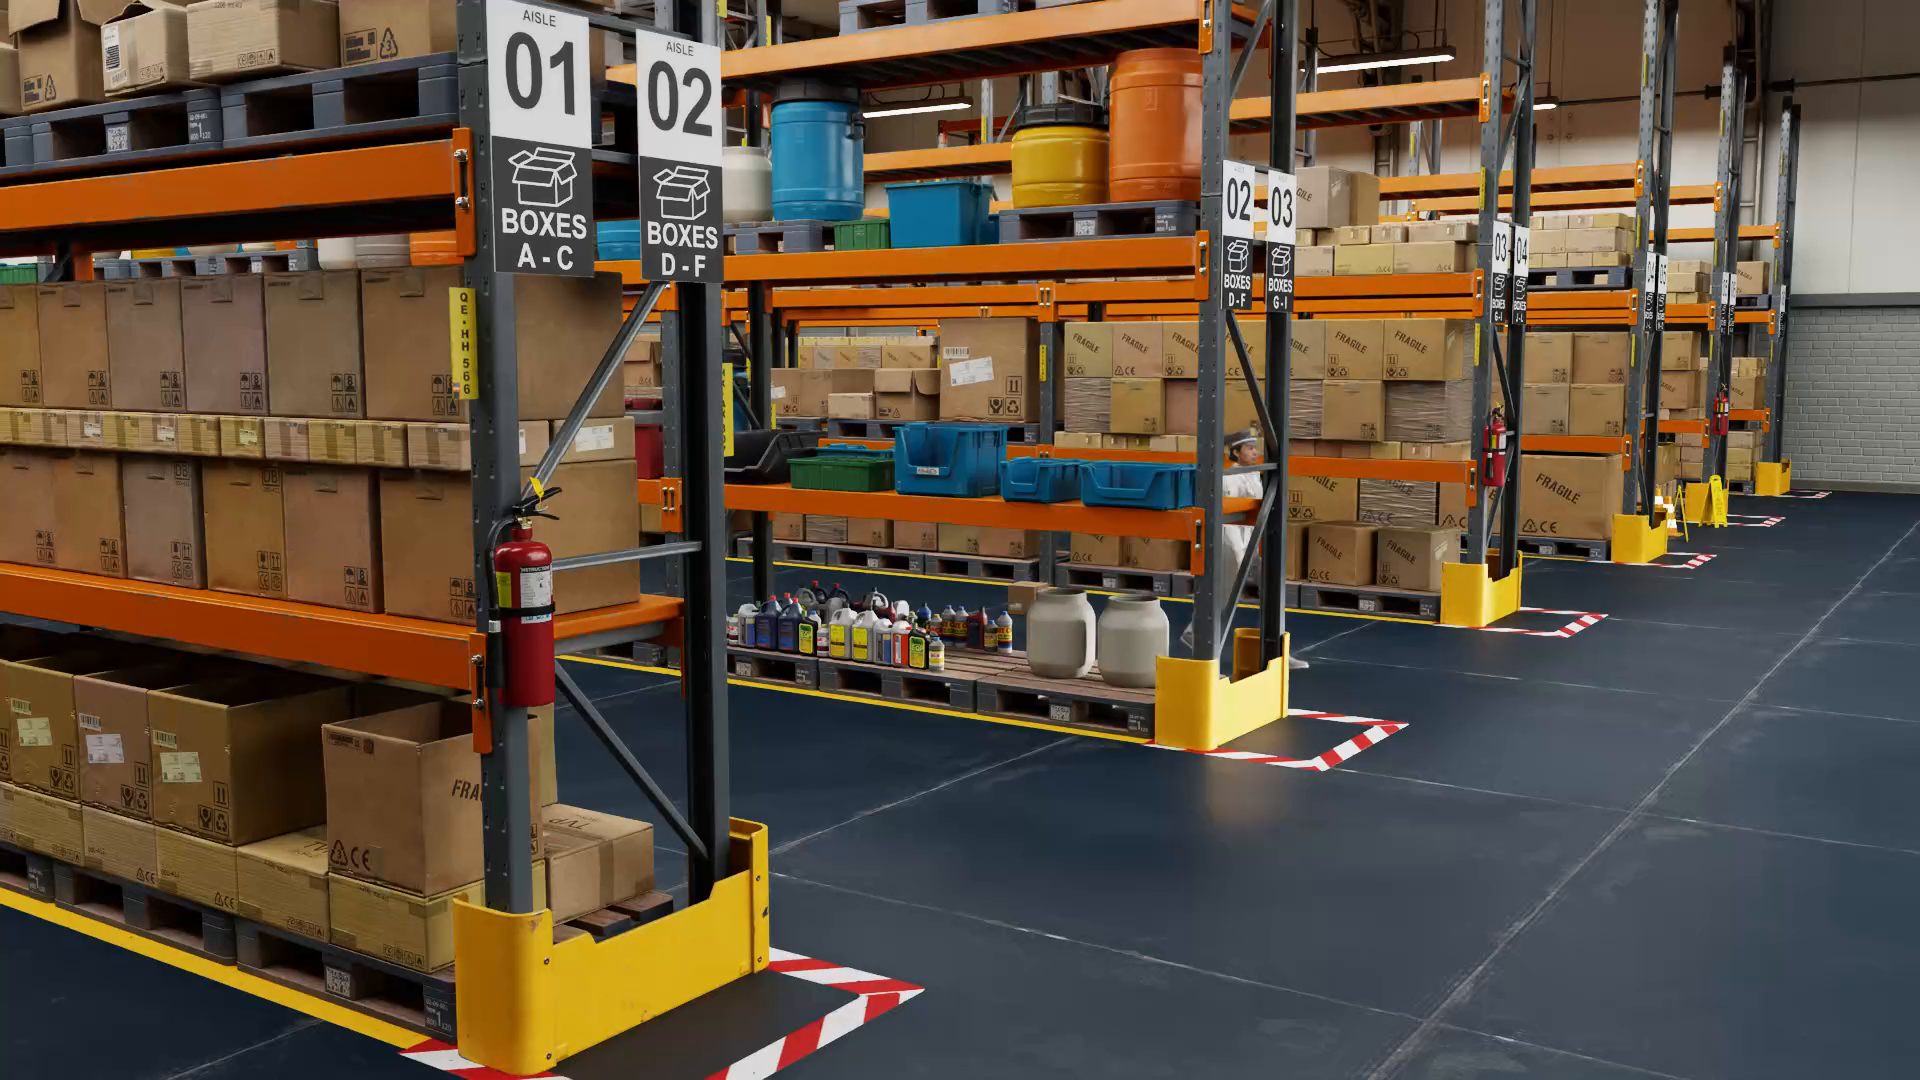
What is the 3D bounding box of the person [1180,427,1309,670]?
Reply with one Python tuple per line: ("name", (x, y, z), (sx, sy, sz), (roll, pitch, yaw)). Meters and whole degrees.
("person", (1.949, 0.043, 11.432), (0.503, 1.642, 0.962), (-6, 9, -45))
